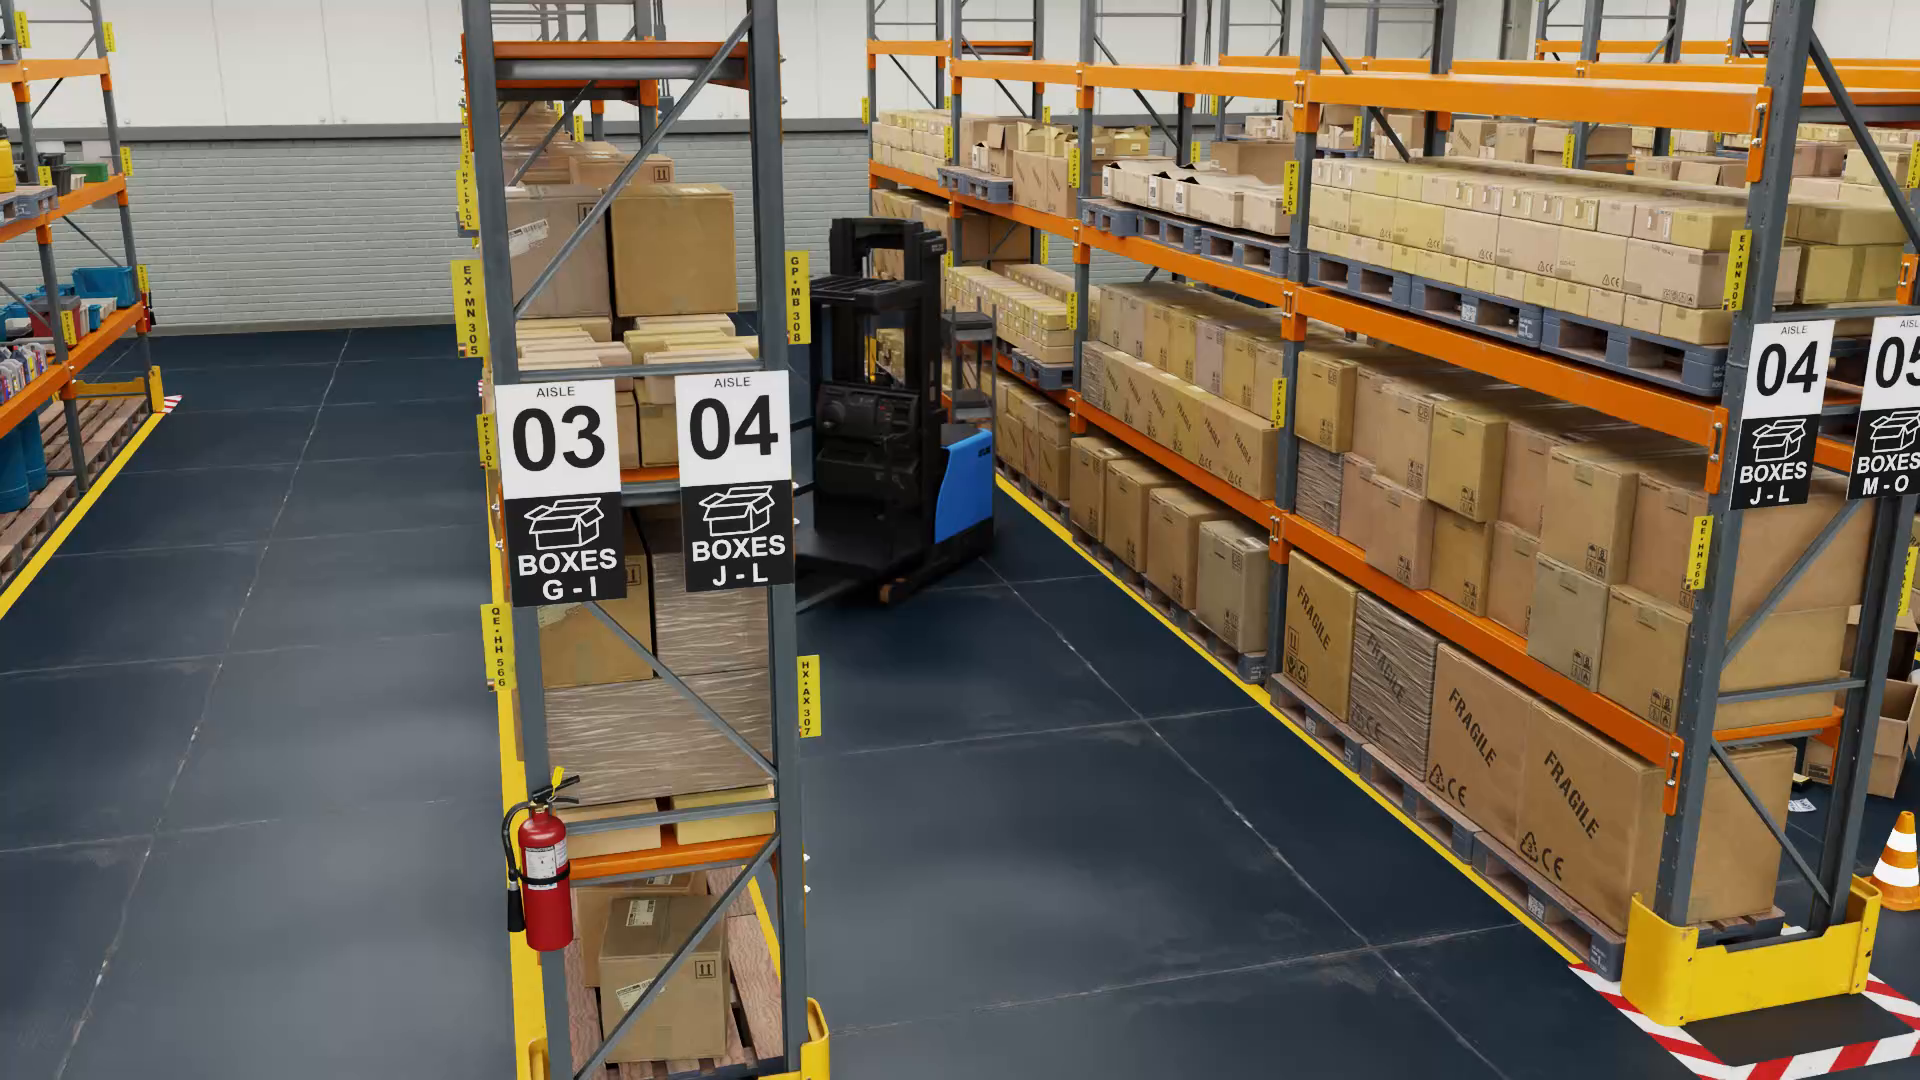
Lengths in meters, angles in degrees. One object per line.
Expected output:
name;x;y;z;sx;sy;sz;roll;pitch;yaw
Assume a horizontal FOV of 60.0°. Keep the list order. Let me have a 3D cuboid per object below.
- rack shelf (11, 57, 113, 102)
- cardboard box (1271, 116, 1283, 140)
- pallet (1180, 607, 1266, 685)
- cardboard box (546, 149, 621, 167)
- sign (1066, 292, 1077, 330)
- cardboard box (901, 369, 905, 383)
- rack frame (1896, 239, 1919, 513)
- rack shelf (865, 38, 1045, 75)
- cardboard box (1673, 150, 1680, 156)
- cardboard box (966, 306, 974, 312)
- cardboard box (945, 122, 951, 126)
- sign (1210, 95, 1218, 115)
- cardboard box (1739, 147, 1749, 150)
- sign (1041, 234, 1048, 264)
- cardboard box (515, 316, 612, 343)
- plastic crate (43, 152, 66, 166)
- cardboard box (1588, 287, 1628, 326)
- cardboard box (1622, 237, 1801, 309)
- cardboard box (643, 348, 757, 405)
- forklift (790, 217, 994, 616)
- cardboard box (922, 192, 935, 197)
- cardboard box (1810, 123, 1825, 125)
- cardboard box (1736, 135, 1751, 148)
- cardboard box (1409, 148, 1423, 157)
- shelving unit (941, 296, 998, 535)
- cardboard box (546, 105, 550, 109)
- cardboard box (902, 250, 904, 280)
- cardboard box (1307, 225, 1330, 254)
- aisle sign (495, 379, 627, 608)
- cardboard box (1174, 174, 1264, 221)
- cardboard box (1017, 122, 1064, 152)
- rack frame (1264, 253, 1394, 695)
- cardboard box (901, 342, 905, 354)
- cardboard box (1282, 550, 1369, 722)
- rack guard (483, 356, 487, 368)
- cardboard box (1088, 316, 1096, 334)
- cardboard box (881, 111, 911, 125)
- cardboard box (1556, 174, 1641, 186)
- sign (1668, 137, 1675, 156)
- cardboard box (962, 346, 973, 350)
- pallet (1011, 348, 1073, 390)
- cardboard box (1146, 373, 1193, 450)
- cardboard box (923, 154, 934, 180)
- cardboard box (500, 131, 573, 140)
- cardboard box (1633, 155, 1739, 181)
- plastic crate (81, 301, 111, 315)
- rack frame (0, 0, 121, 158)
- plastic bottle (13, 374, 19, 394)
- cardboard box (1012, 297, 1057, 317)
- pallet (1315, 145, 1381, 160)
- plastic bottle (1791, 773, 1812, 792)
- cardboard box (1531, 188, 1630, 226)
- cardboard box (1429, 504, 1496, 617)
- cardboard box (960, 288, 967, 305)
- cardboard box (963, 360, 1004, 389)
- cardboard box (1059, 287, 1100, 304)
rack shelf;-9.708;-4.769;17.134;1.077;0.370;4.000;-5;17;-15
cardboard box;4.396;-5.386;21.704;0.500;0.311;0.500;-4;17;-14
pallet;2.314;0.706;12.235;1.003;0.211;1.213;-5;17;-15
cardboard box;-2.653;-2.497;11.794;0.500;0.500;0.500;-4;17;-14
sign;0.980;-2.000;14.520;0.100;0.325;0.005;-5;17;-15
cardboard box;-0.526;-2.055;20.804;0.380;0.149;0.250;-6;18;-18
rack frame;7.330;-0.841;12.539;1.000;3.000;0.127;-5;17;-15
rack shelf;-0.149;-5.715;19.593;1.077;0.370;4.000;-5;17;-15
cardboard box;9.391;-4.983;21.550;0.380;0.149;0.250;-4;17;-13
cardboard box;0.281;-2.355;17.285;0.380;0.149;0.250;-5;17;-15
cardboard box;0.051;-4.495;18.187;0.380;0.149;0.250;-6;18;-18
sign;3.497;-6.012;22.880;0.100;0.325;0.005;-5;17;-15
cardboard box;10.038;-5.117;21.304;0.500;0.250;0.500;-5;17;-17
sign;0.933;-3.234;18.493;0.100;0.325;0.005;-5;17;-15
cardboard box;-1.654;-0.853;6.933;0.380;0.149;0.250;-4;17;-15
plastic crate;-10.420;-4.231;18.837;0.497;0.269;0.590;-5;17;-15
cardboard box;3.141;-1.087;7.675;0.380;0.149;0.250;-4;17;-14
cardboard box;3.295;-1.185;7.309;0.500;0.250;0.500;-4;17;-15
cardboard box;-0.952;-0.602;6.095;0.380;0.149;0.250;-5;17;-16
forklift;-0.861;-1.035;13.302;1.130;2.935;3.031;9;19;28
cardboard box;-0.195;-4.164;21.170;0.500;0.500;0.500;-5;18;-17
cardboard box;10.330;-4.871;19.756;0.380;0.149;0.250;-4;17;-14
cardboard box;9.641;-4.825;20.118;0.380;0.149;0.250;-5;17;-15
cardboard box;5.143;-4.202;18.190;0.380;0.166;0.250;-6;18;-19
shelving unit;0.060;-1.103;14.974;0.431;2.100;0.503;-5;17;-15
cardboard box;-5.301;-4.971;19.996;0.700;0.500;0.500;-6;18;-19
cardboard box;-0.401;-3.363;20.242;0.500;0.500;0.500;-5;17;-17
cardboard box;2.372;-1.860;10.248;0.380;0.149;0.250;-5;17;-16
aisle sign;-1.370;-0.156;5.737;0.394;0.787;0.004;-5;17;-15
cardboard box;1.906;-2.532;12.206;0.500;0.311;0.500;-5;18;-17
cardboard box;0.765;-3.825;15.754;0.396;0.266;0.258;-5;17;-15
rack frame;2.599;-0.422;11.143;1.000;3.000;0.127;-5;17;-15
cardboard box;-0.529;-2.404;20.933;0.380;0.149;0.250;-4;17;-13
cardboard box;2.704;0.574;10.791;0.875;0.875;0.875;-4;17;-14
rack guard;-5.502;-2.187;21.363;1.175;0.500;0.348;-5;17;-15
cardboard box;1.407;-2.050;15.752;0.380;0.149;0.250;-5;18;-17
cardboard box;-0.772;-5.276;20.787;0.380;0.149;0.250;-5;17;-15
cardboard box;3.424;-1.873;8.907;0.380;0.149;0.250;-4;17;-15
sign;6.753;-3.674;15.858;0.100;0.325;0.005;-5;17;-15
cardboard box;0.100;-2.302;20.592;0.380;0.149;0.250;-5;17;-15
pallet;1.201;-1.625;15.482;1.213;0.211;1.003;-5;17;-15
cardboard box;1.779;-1.013;12.936;0.500;0.500;0.500;-5;17;-16
cardboard box;-0.120;-4.253;18.944;0.500;0.250;0.500;-5;17;-15
cardboard box;-3.879;-3.415;14.983;0.797;0.503;0.637;-5;17;-16
cardboard box;6.482;-3.169;14.901;0.700;0.500;0.500;-5;17;-15
plastic crate;-9.794;-2.595;18.733;0.396;0.136;0.243;-5;17;-15
rack frame;-10.258;-5.859;18.814;1.000;3.000;0.127;-5;17;-15
plastic bottle;-8.406;-1.393;14.720;0.097;0.201;0.097;0;17;0
cardboard box;0.708;-2.209;15.765;0.380;0.149;0.250;-4;17;-14
pallet;4.917;-4.675;20.243;1.003;0.211;1.213;-5;17;-15
plastic bottle;4.984;1.437;10.061;0.133;0.061;0.283;-12;20;-34
cardboard box;3.002;-1.610;8.030;0.380;0.149;0.250;-5;17;-15
cardboard box;3.162;0.055;9.295;0.875;0.550;0.500;-5;17;-15
cardboard box;0.211;-2.570;17.483;0.380;0.149;0.250;-4;17;-14
cardboard box;0.349;-1.773;17.951;0.500;0.250;0.500;-5;18;-18
cardboard box;1.196;-2.401;16.403;0.380;0.149;0.250;-4;17;-14
